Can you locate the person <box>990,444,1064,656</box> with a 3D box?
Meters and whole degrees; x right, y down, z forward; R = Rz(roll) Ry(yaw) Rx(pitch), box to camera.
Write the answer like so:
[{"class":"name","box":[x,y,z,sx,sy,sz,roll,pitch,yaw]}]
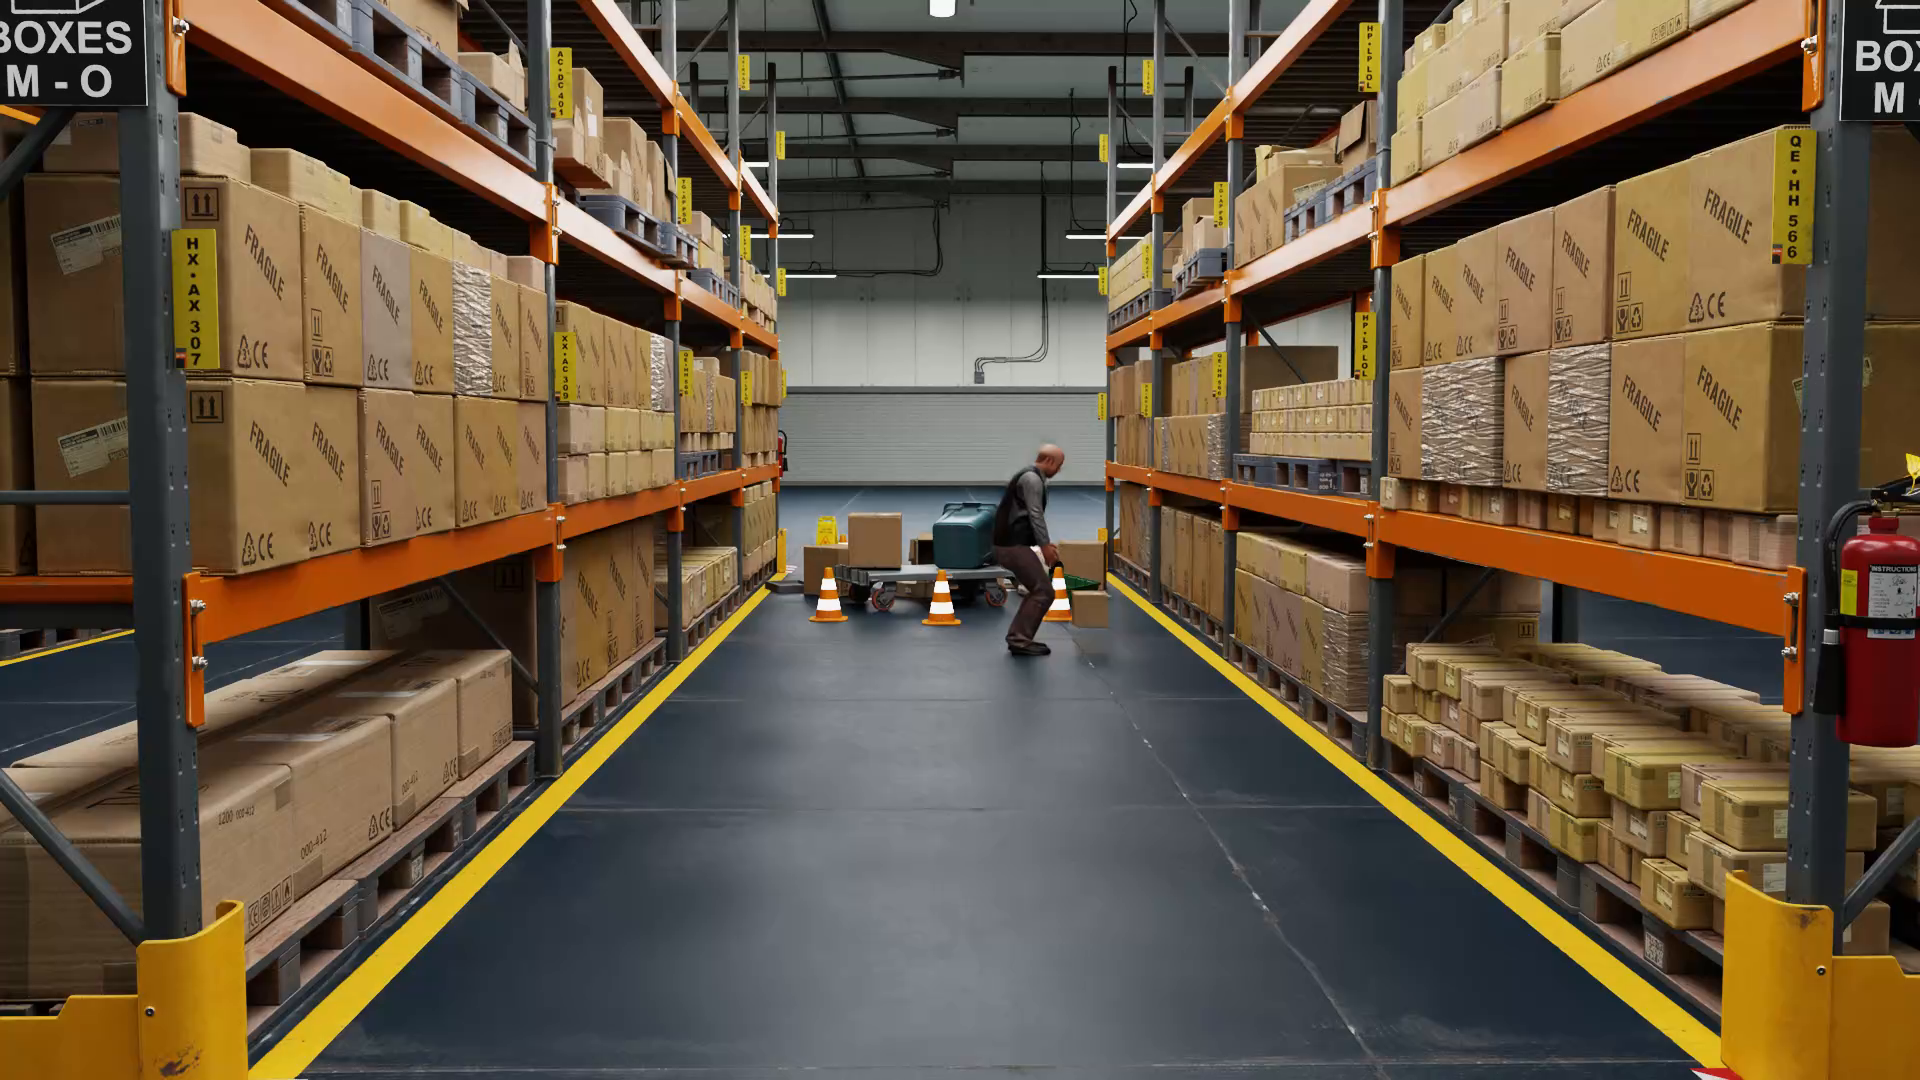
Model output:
[{"class":"person","box":[0.508,0.067,12.584,0.555,1.577,0.581,0,4,0]}]
